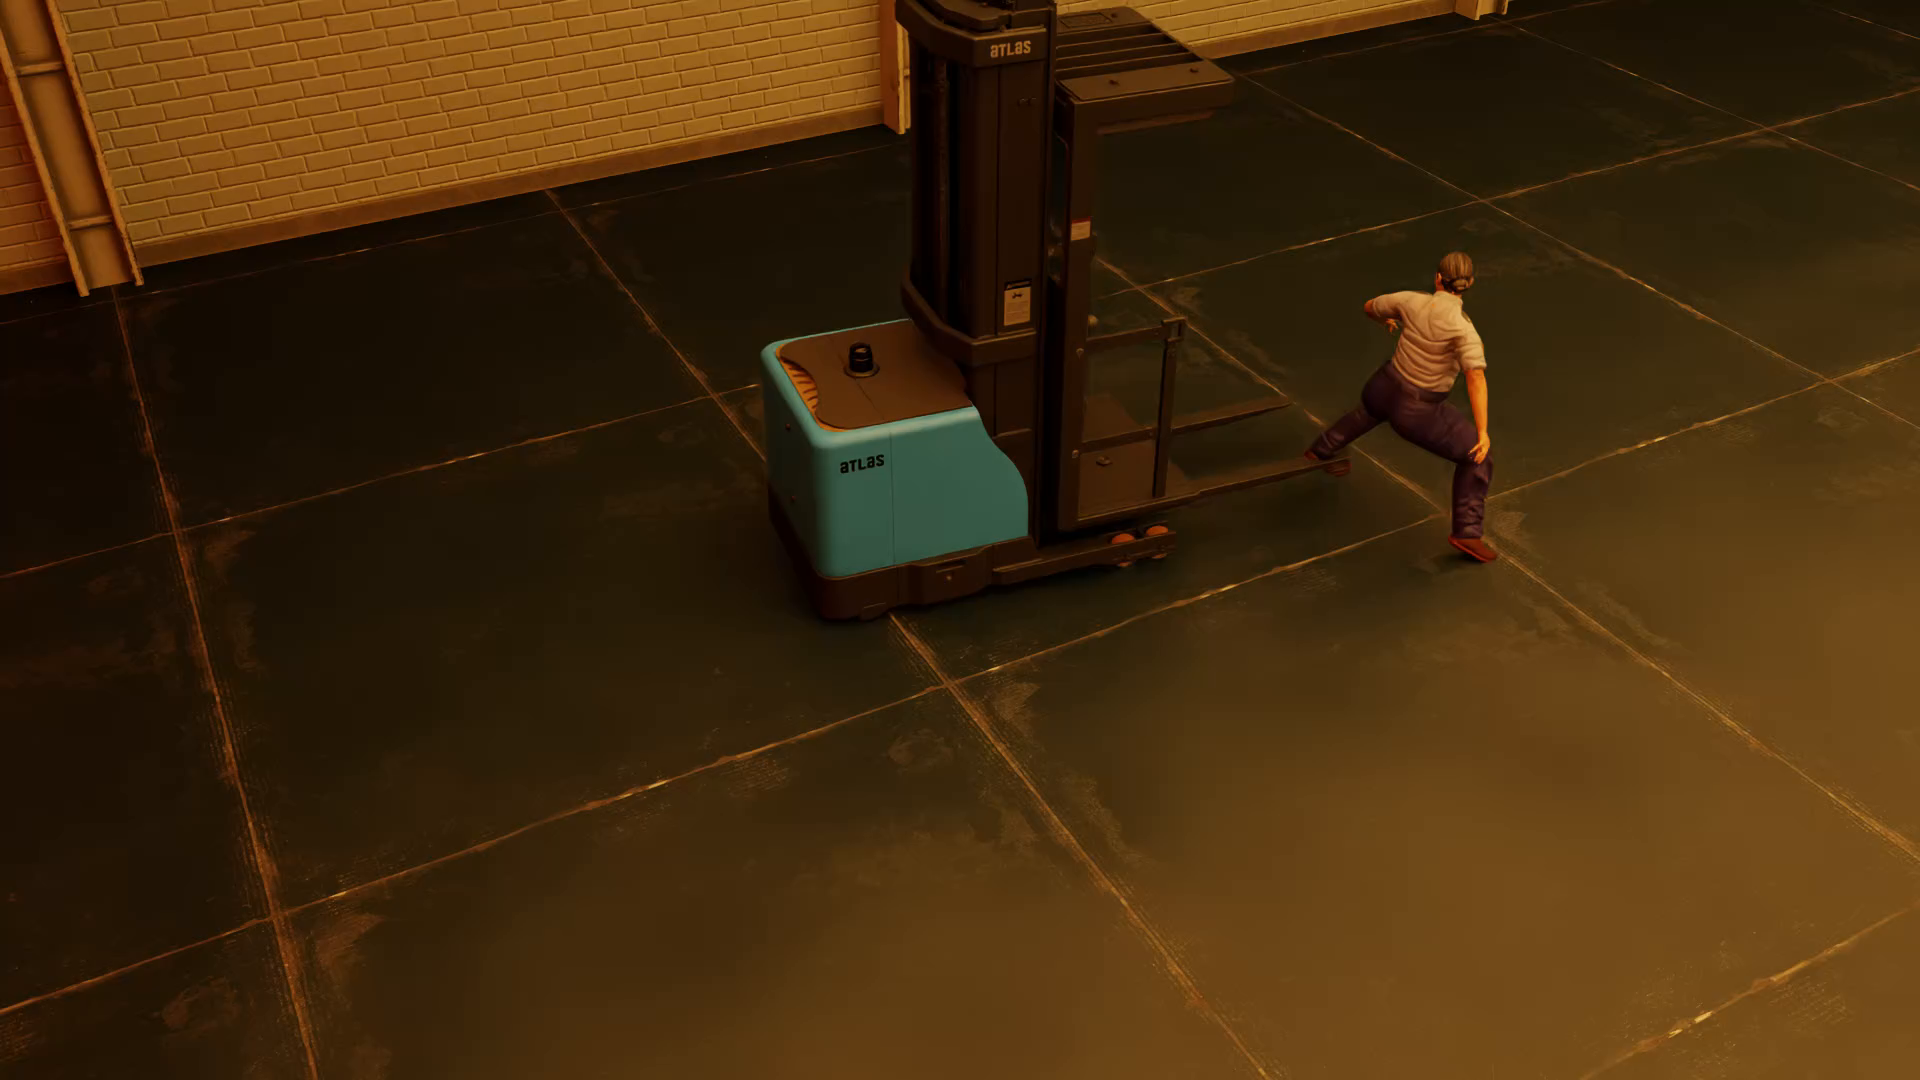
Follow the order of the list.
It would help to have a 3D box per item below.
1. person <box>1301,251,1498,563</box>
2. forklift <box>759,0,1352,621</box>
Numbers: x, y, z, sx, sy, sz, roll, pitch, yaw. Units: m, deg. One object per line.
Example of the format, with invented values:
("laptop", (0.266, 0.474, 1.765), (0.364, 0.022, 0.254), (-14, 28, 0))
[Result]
("person", (2.327, -0.684, 8.322), (0.512, 1.573, 1.125), (-18, 39, -24))
("forklift", (0.572, -1.334, 8.010), (3.031, 2.935, 1.130), (-12, 37, -17))
